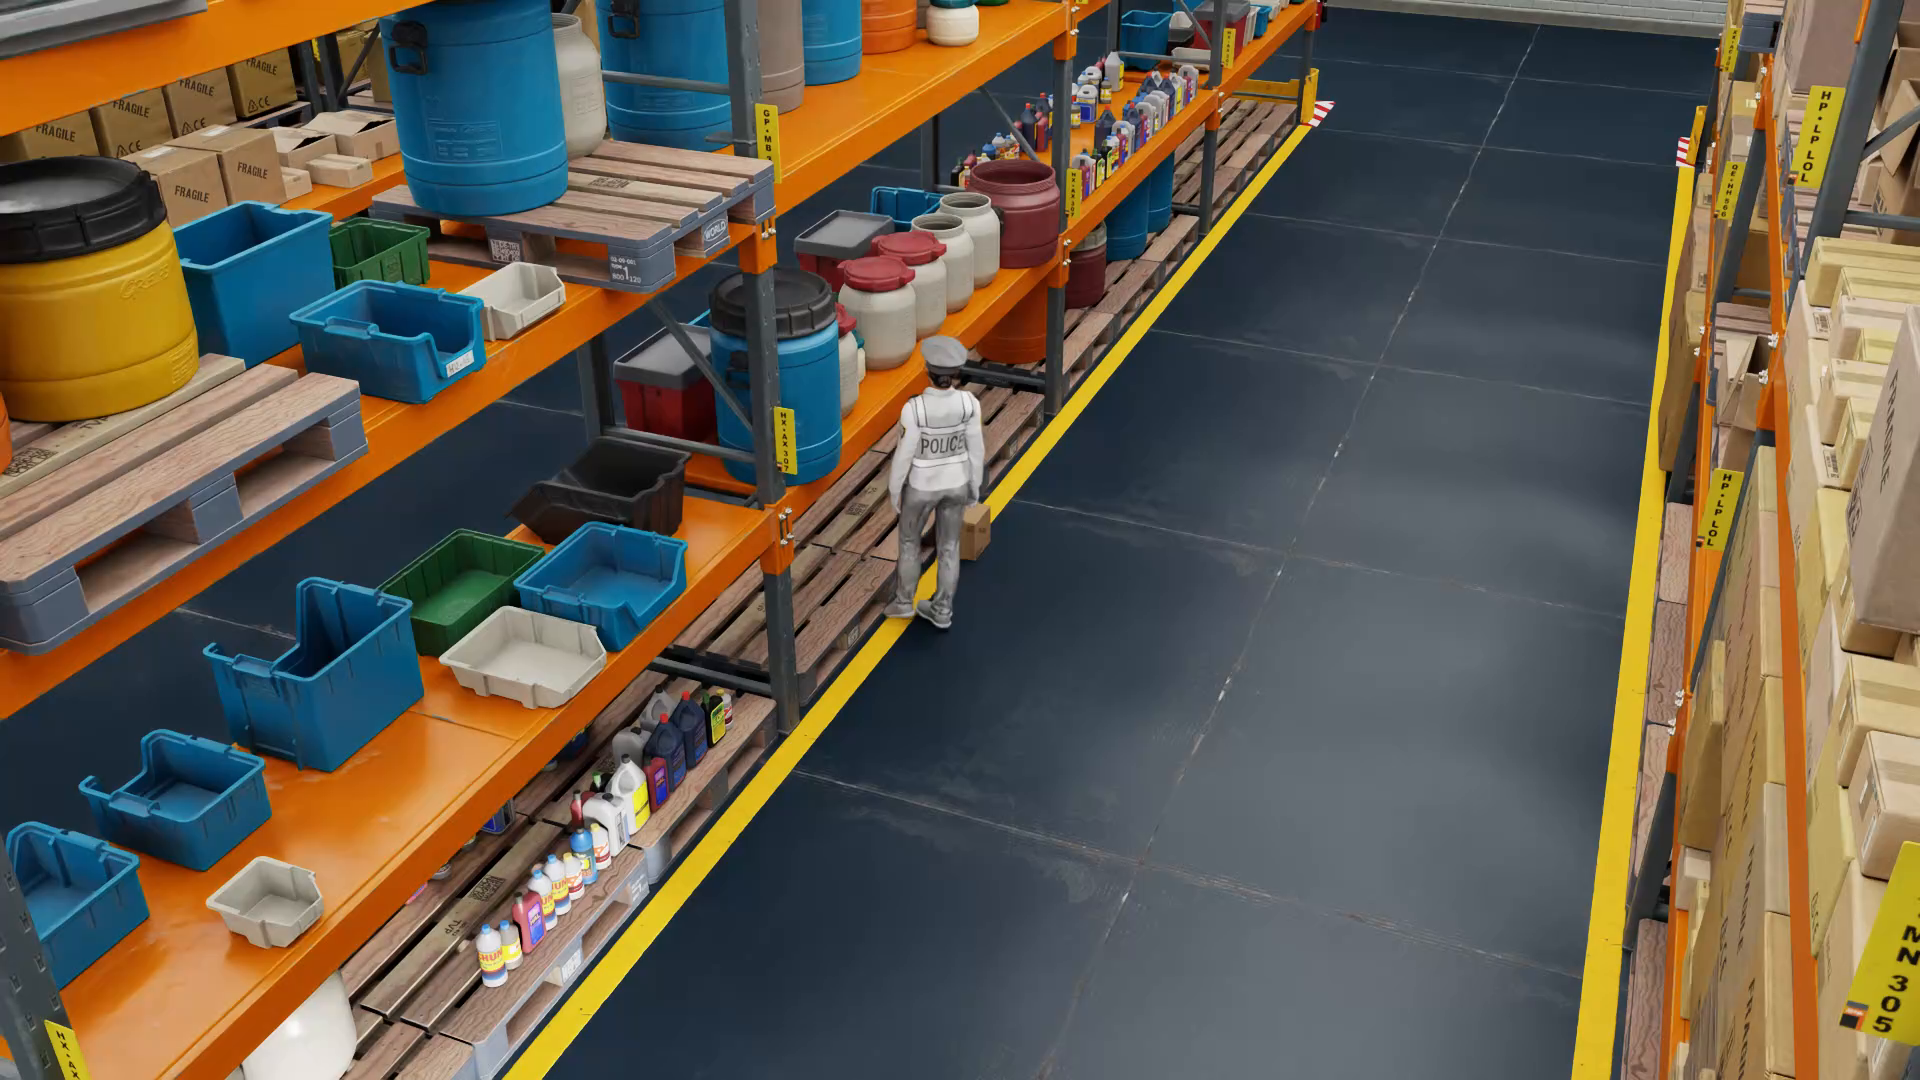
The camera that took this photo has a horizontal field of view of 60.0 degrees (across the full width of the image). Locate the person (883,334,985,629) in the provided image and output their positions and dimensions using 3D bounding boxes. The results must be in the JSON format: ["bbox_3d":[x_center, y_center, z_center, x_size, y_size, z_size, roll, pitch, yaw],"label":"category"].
[{"bbox_3d":[-0.155,-0.283,8.906,0.531,1.732,0.435,-9,31,-16],"label":"person"}]
